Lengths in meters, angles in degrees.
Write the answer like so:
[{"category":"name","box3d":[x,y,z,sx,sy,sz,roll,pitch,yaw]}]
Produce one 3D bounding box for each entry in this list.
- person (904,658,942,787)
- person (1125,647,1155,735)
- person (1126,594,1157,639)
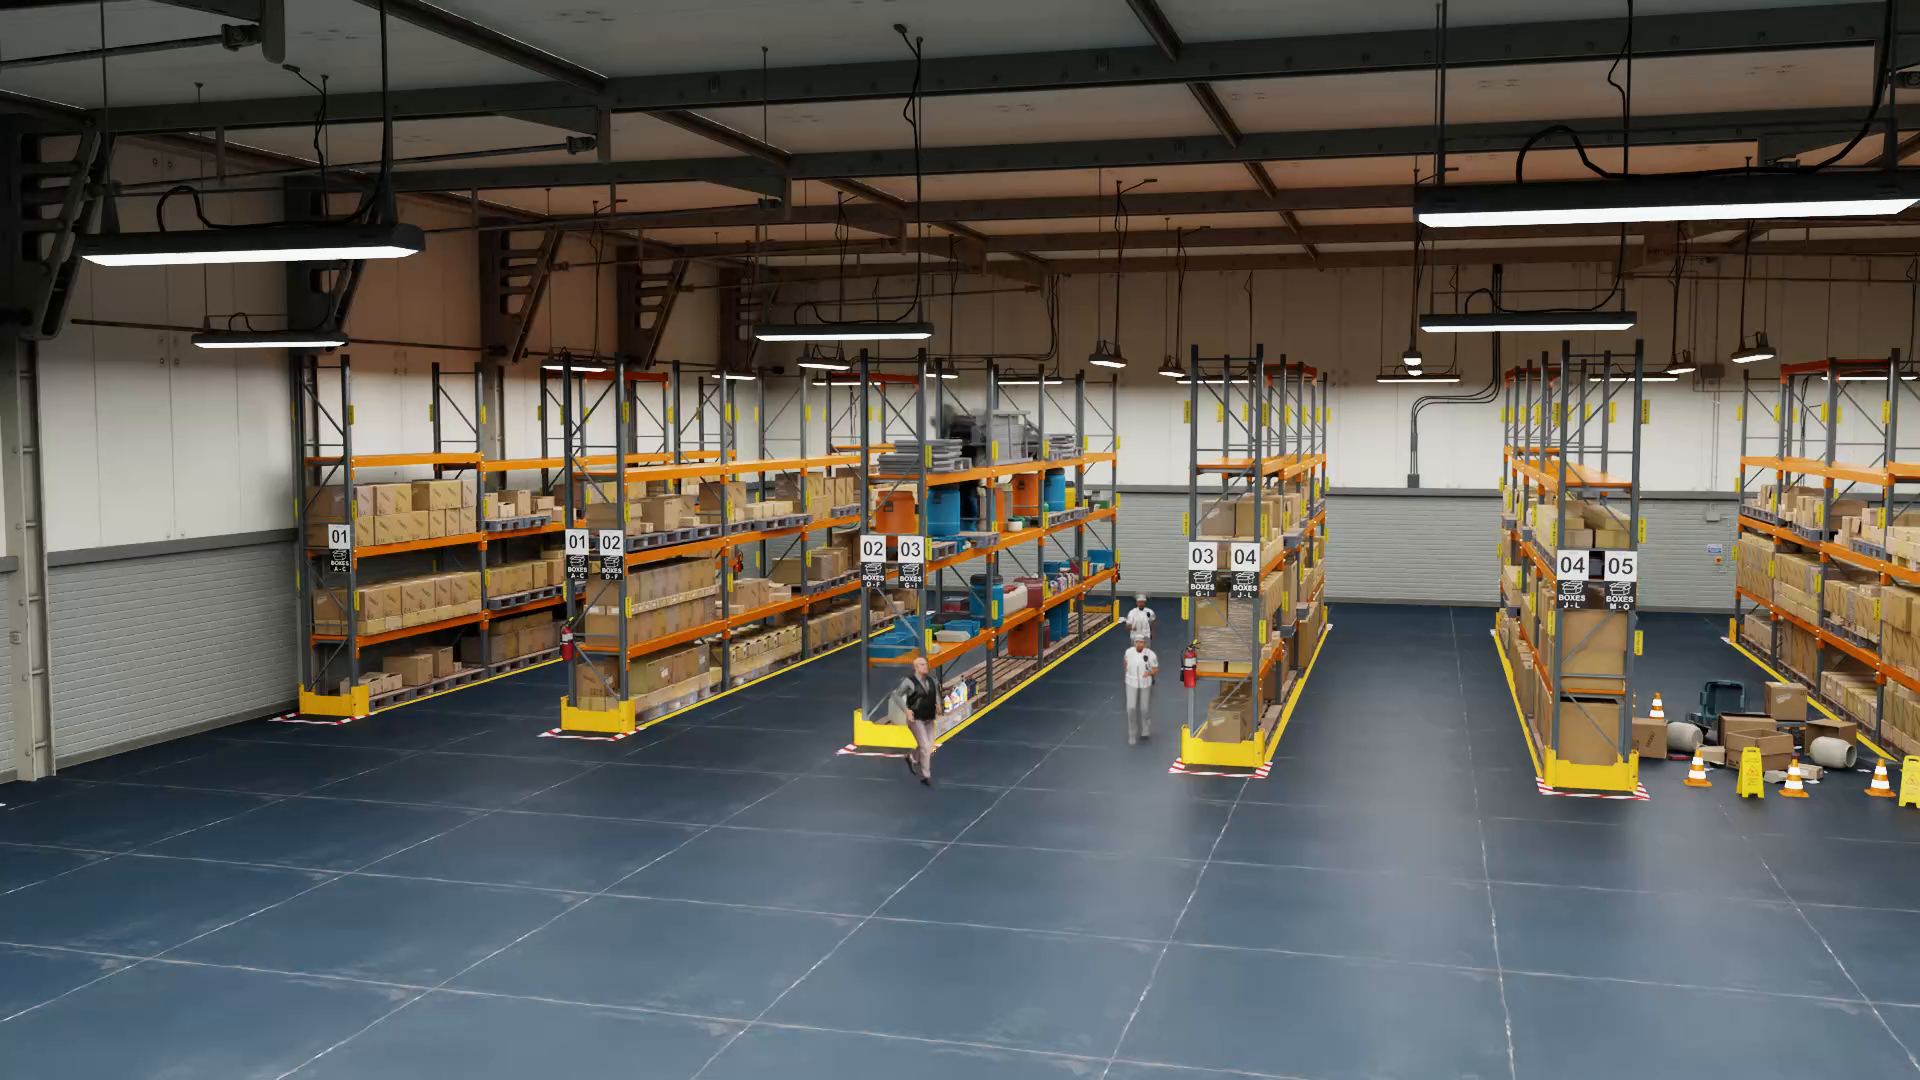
[{"category":"person","box3d":[-0.585,2.454,22.614,0.554,1.716,0.786,-4,6,-40]},{"category":"person","box3d":[2.782,2.299,25.640,0.452,1.338,0.713,1,4,9]},{"category":"person","box3d":[3.346,1.837,30.727,0.579,1.698,0.924,0,4,4]}]
